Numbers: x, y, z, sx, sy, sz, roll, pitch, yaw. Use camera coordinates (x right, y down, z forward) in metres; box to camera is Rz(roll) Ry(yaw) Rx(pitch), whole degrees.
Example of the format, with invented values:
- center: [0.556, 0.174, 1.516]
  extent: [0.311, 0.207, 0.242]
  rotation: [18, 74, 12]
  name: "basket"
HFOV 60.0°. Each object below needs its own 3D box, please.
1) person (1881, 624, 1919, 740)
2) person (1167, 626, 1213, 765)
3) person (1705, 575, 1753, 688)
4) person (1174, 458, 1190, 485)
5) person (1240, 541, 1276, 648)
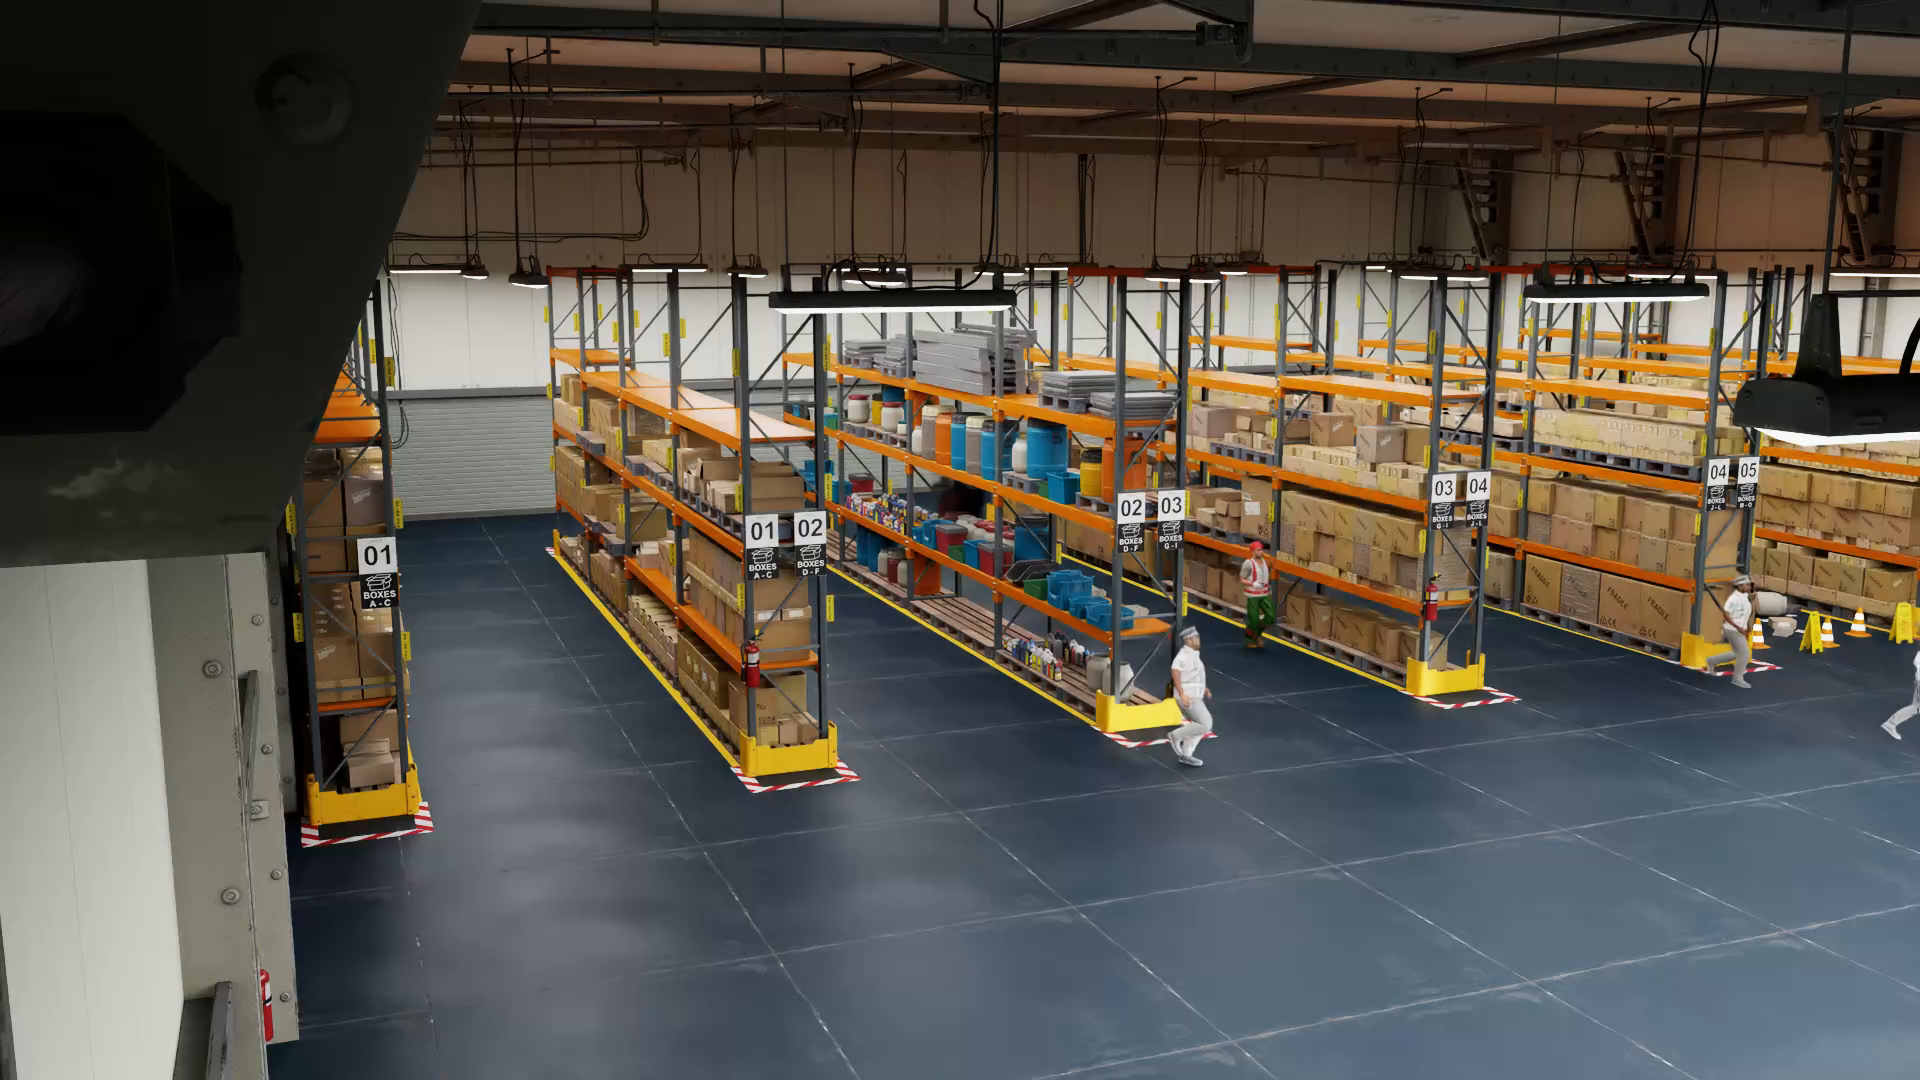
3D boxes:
- center: [12.349, 1.821, 21.199]
  extent: [0.918, 1.686, 0.610]
  rotation: [3, 10, 16]
  name: "person"
- center: [2.900, 1.918, 20.740]
  extent: [0.549, 1.704, 0.724]
  rotation: [3, 10, 14]
  name: "person"
- center: [11.342, 1.311, 24.408]
  extent: [0.653, 1.670, 0.574]
  rotation: [8, 13, 38]
  name: "person"
- center: [4.925, -1.045, 37.853]
  extent: [0.661, 1.701, 0.673]
  rotation: [-2, 10, -13]
  name: "person"
- center: [4.767, 0.890, 26.408]
  extent: [0.632, 1.743, 0.614]
  rotation: [-5, 11, -26]
  name: "person"
